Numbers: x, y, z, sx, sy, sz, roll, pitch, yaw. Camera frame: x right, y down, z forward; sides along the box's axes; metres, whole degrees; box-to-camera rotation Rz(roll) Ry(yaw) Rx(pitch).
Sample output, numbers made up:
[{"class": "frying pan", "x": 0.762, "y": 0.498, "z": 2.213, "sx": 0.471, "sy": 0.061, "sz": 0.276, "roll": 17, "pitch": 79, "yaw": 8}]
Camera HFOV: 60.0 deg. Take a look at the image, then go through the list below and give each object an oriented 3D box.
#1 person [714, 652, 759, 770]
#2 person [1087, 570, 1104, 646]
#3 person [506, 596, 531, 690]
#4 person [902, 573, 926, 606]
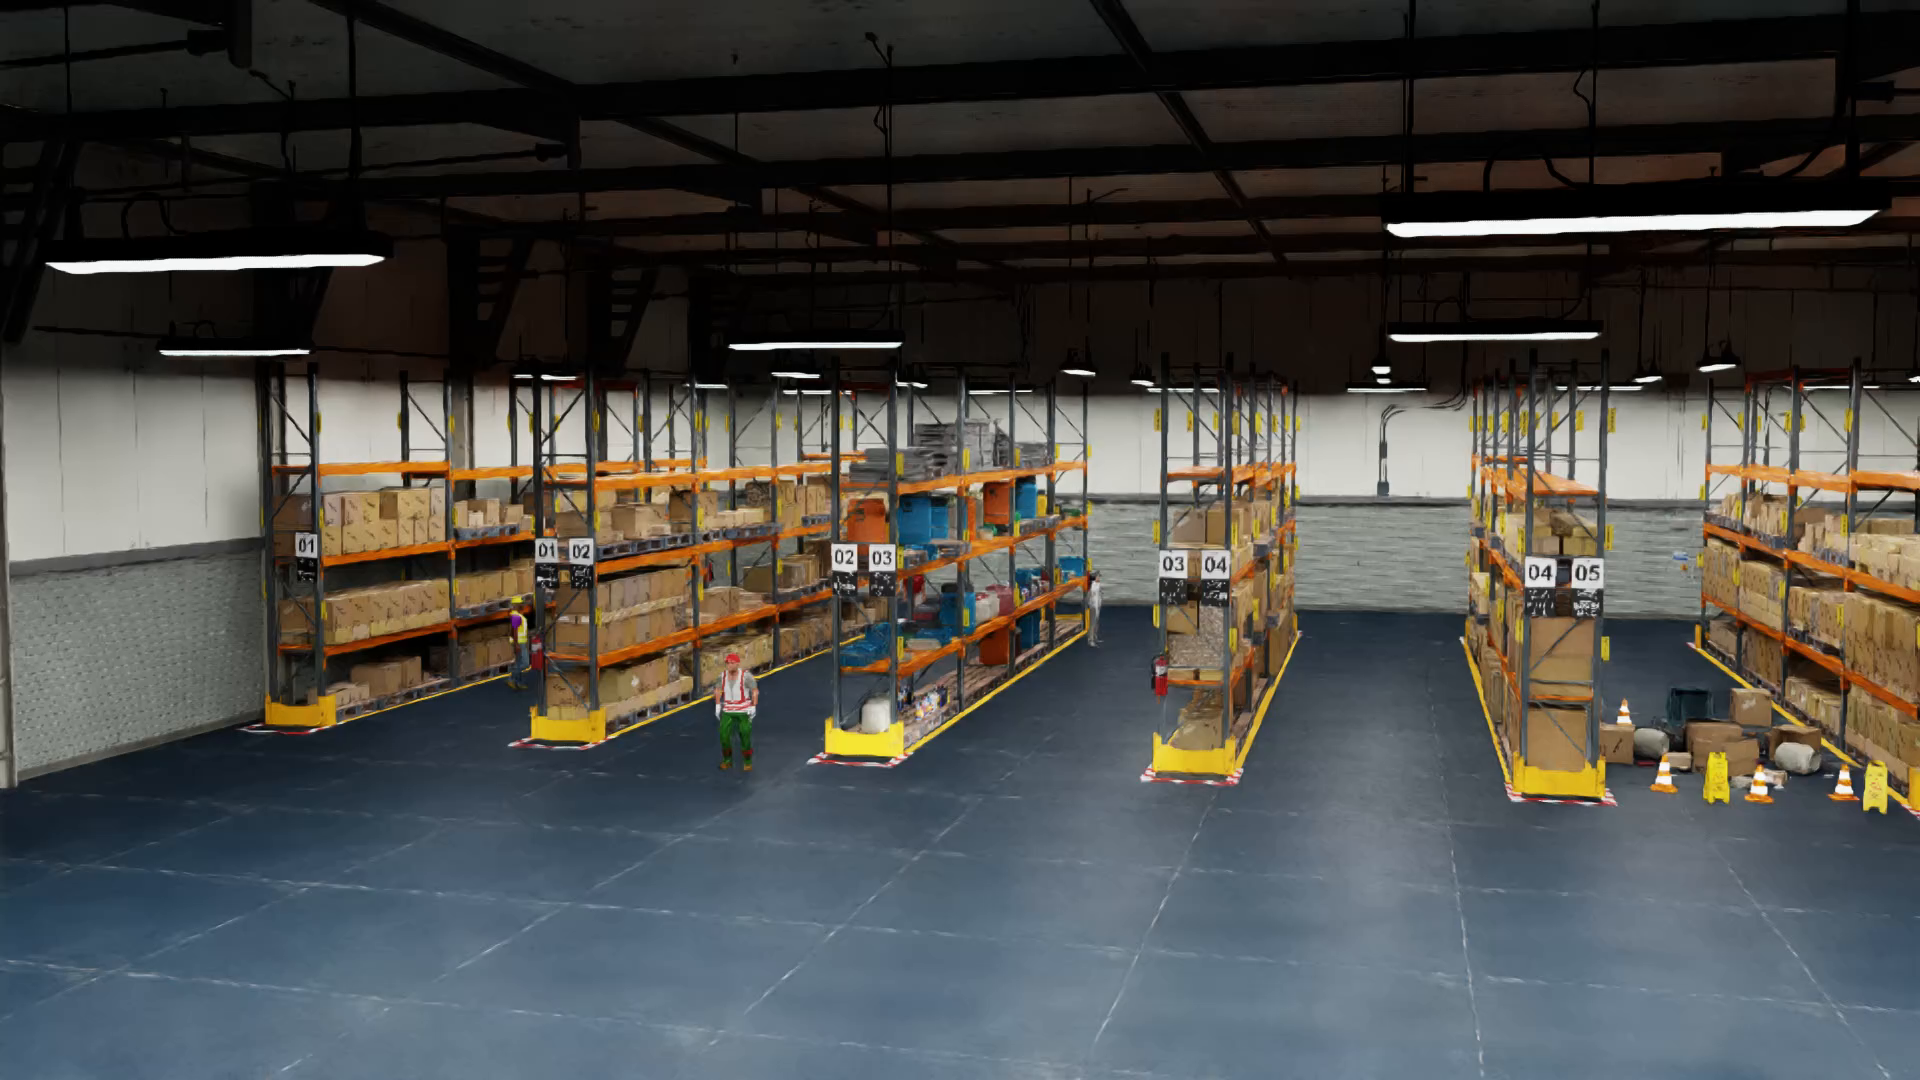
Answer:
[{"class": "person", "x": -3.222, "y": 2.461, "z": 23.881, "sx": 0.677, "sy": 1.742, "sz": 0.552, "roll": 1, "pitch": 4, "yaw": 13}, {"class": "person", "x": 3.049, "y": 1.513, "z": 37.397, "sx": 0.363, "sy": 1.685, "sz": 0.598, "roll": 0, "pitch": 4, "yaw": 6}, {"class": "person", "x": -8.283, "y": 1.928, "z": 31.150, "sx": 0.457, "sy": 1.763, "sz": 0.609, "roll": -1, "pitch": 4, "yaw": -12}, {"class": "person", "x": -1.132, "y": 1.341, "z": 40.132, "sx": 0.542, "sy": 1.645, "sz": 1.126, "roll": 1, "pitch": 4, "yaw": 17}]
